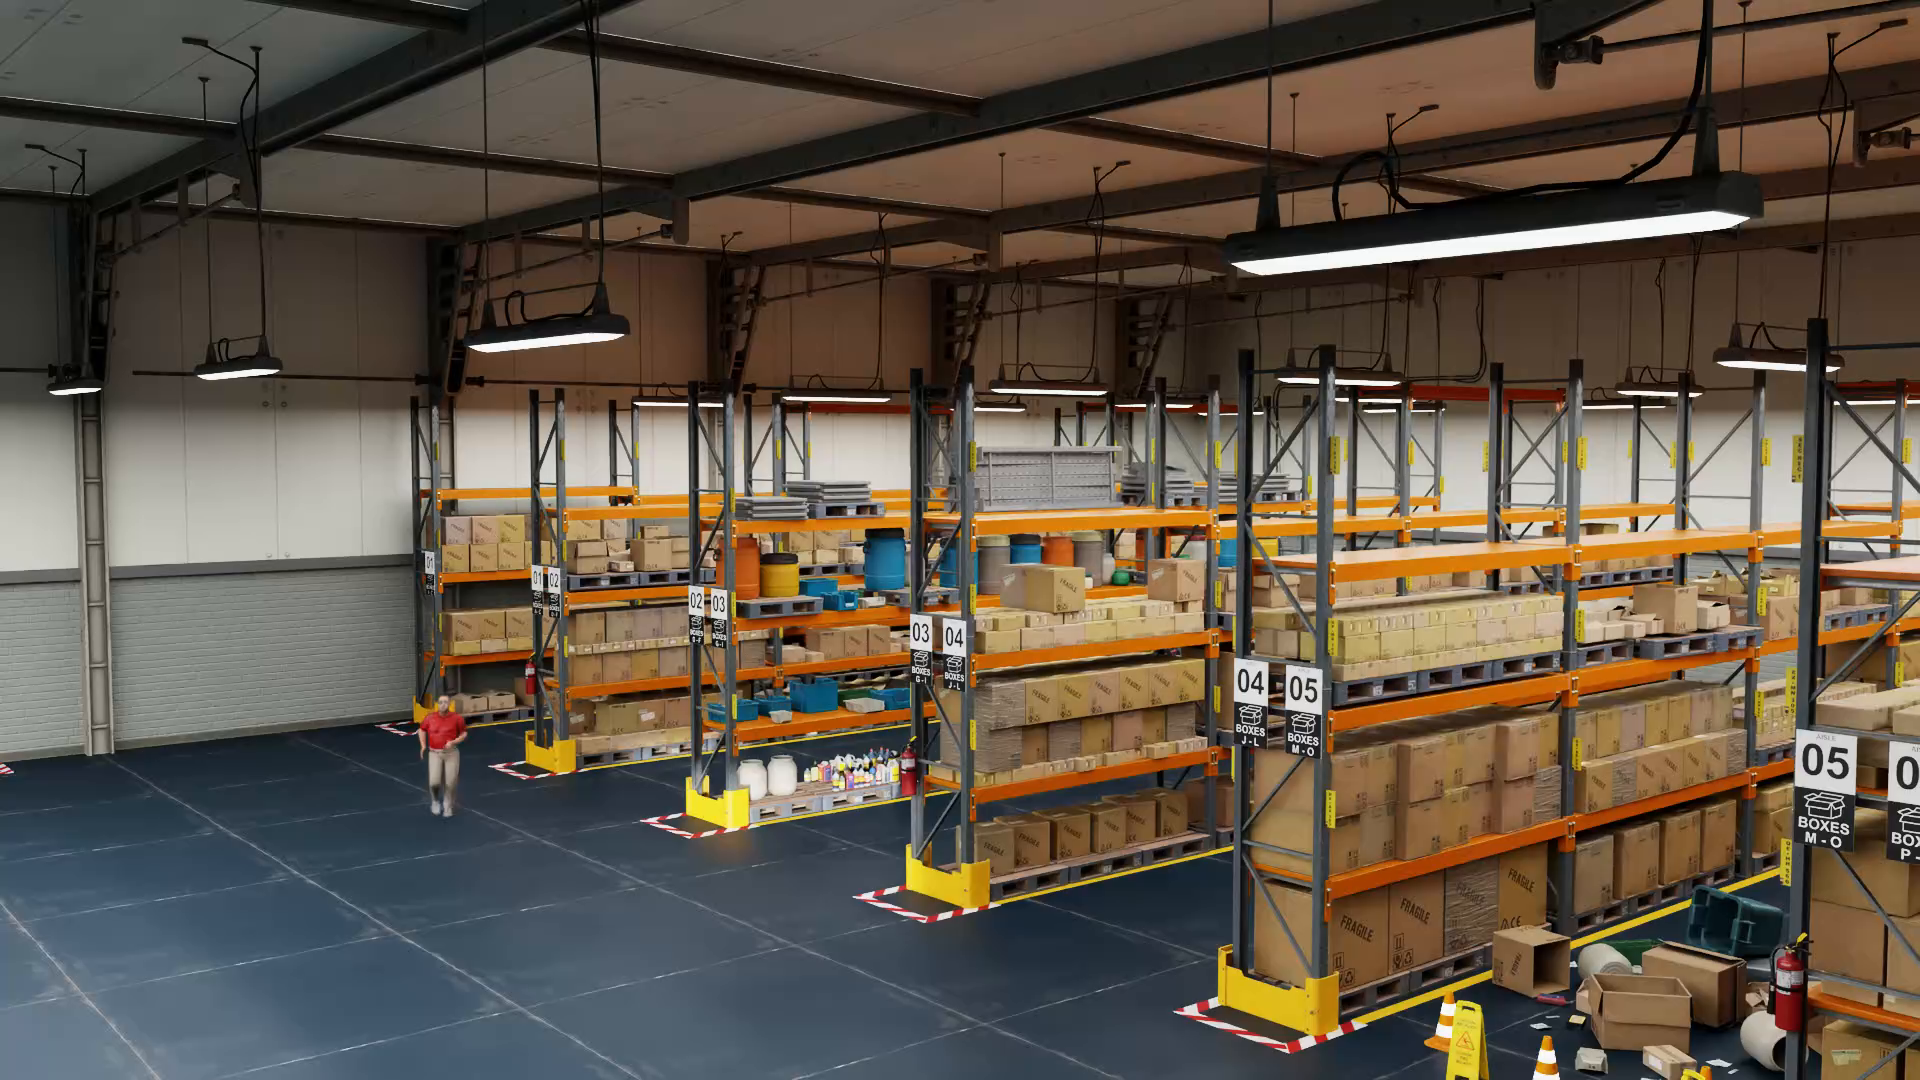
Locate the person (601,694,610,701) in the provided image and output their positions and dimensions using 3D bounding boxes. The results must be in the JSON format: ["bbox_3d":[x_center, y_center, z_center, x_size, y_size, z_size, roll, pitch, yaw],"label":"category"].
[{"bbox_3d":[-6.087,2.610,29.140,0.575,1.695,0.955,3,5,44],"label":"person"}]

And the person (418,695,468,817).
[{"bbox_3d":[-7.078,2.970,22.766,0.653,1.685,0.610,-1,3,-15],"label":"person"}]
